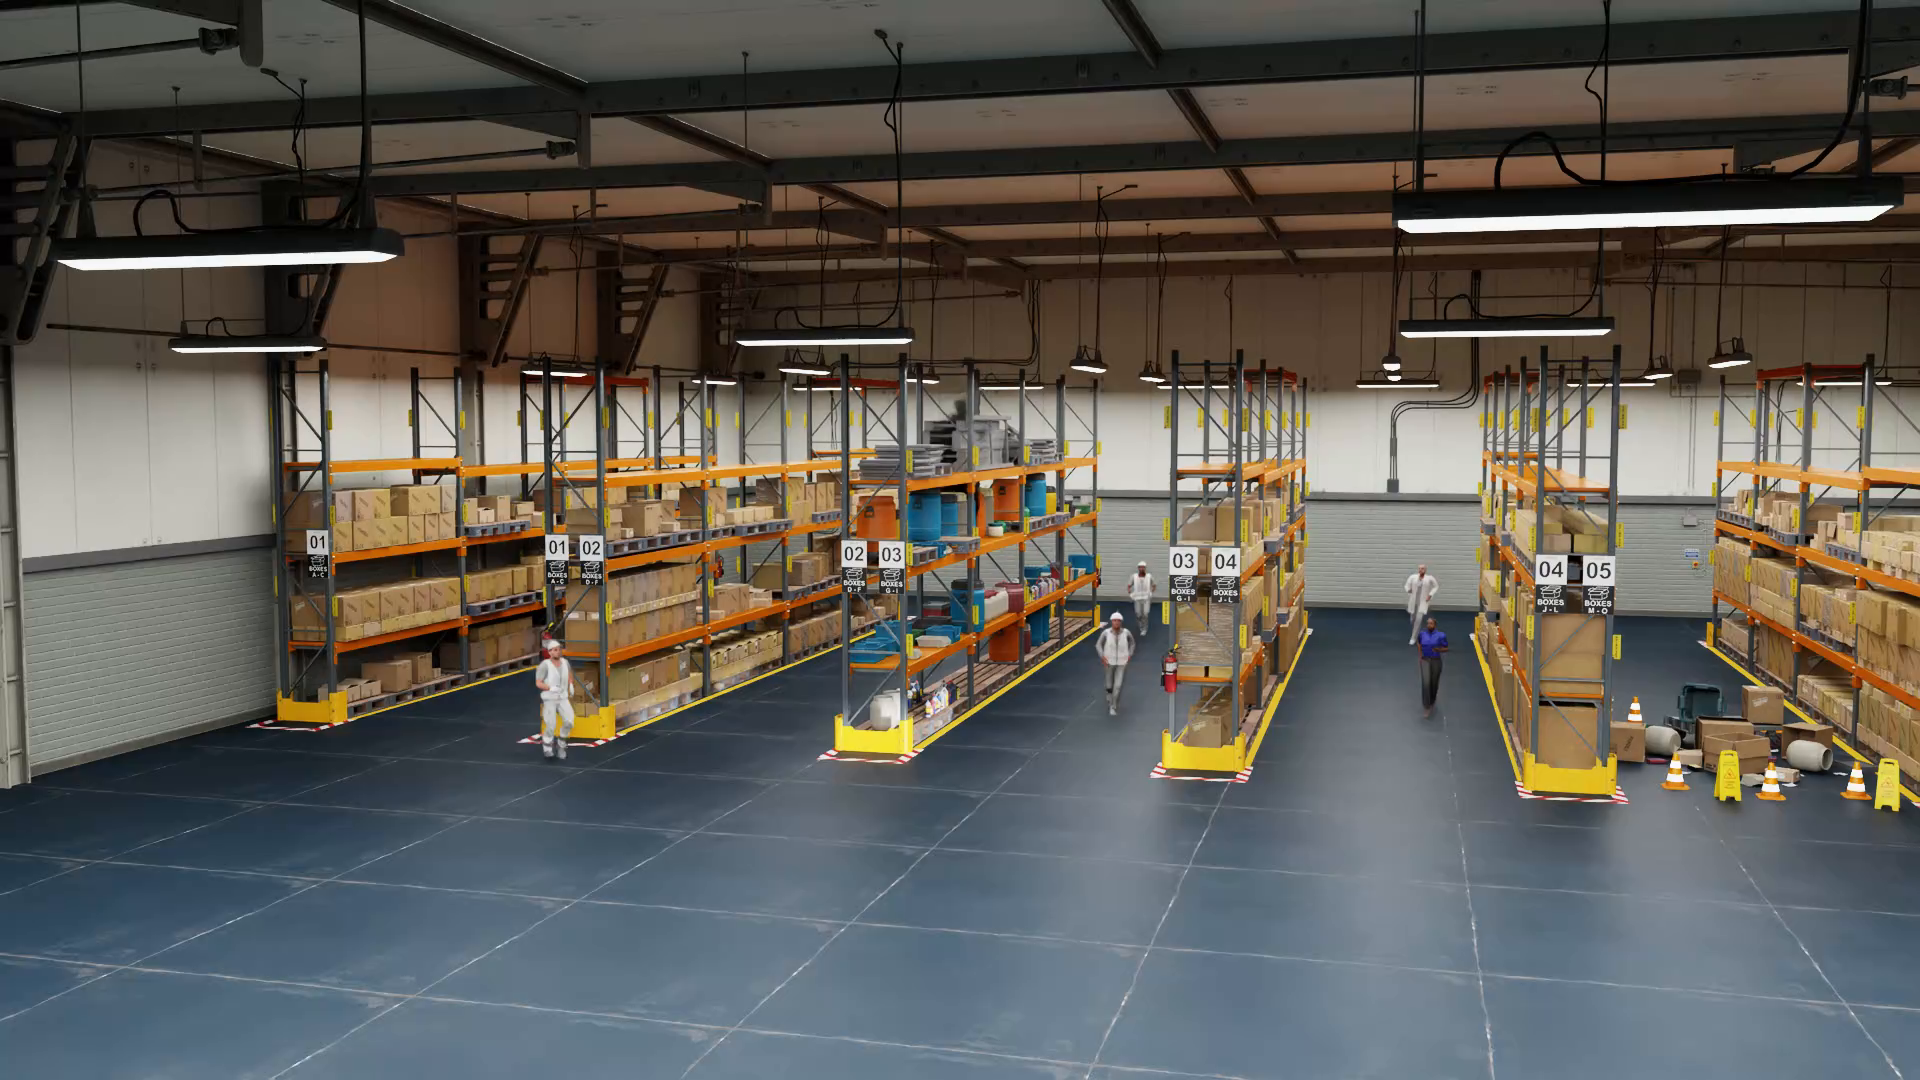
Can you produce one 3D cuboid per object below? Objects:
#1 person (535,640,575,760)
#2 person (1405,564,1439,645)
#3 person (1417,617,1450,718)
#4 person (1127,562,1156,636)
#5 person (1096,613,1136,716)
[{"bbox_3d":[-5.907,2.364,24.442,0.682,1.785,0.680,-4,5,-41],"label":"person"},{"bbox_3d":[10.370,1.432,37.435,0.719,1.788,0.955,2,5,30],"label":"person"},{"bbox_3d":[8.037,2.138,28.269,0.553,1.681,0.782,1,4,19],"label":"person"},{"bbox_3d":[4.242,1.366,38.808,0.684,1.725,0.627,0,4,4],"label":"person"},{"bbox_3d":[2.669,2.101,28.456,0.682,1.749,0.733,0,4,2],"label":"person"}]
